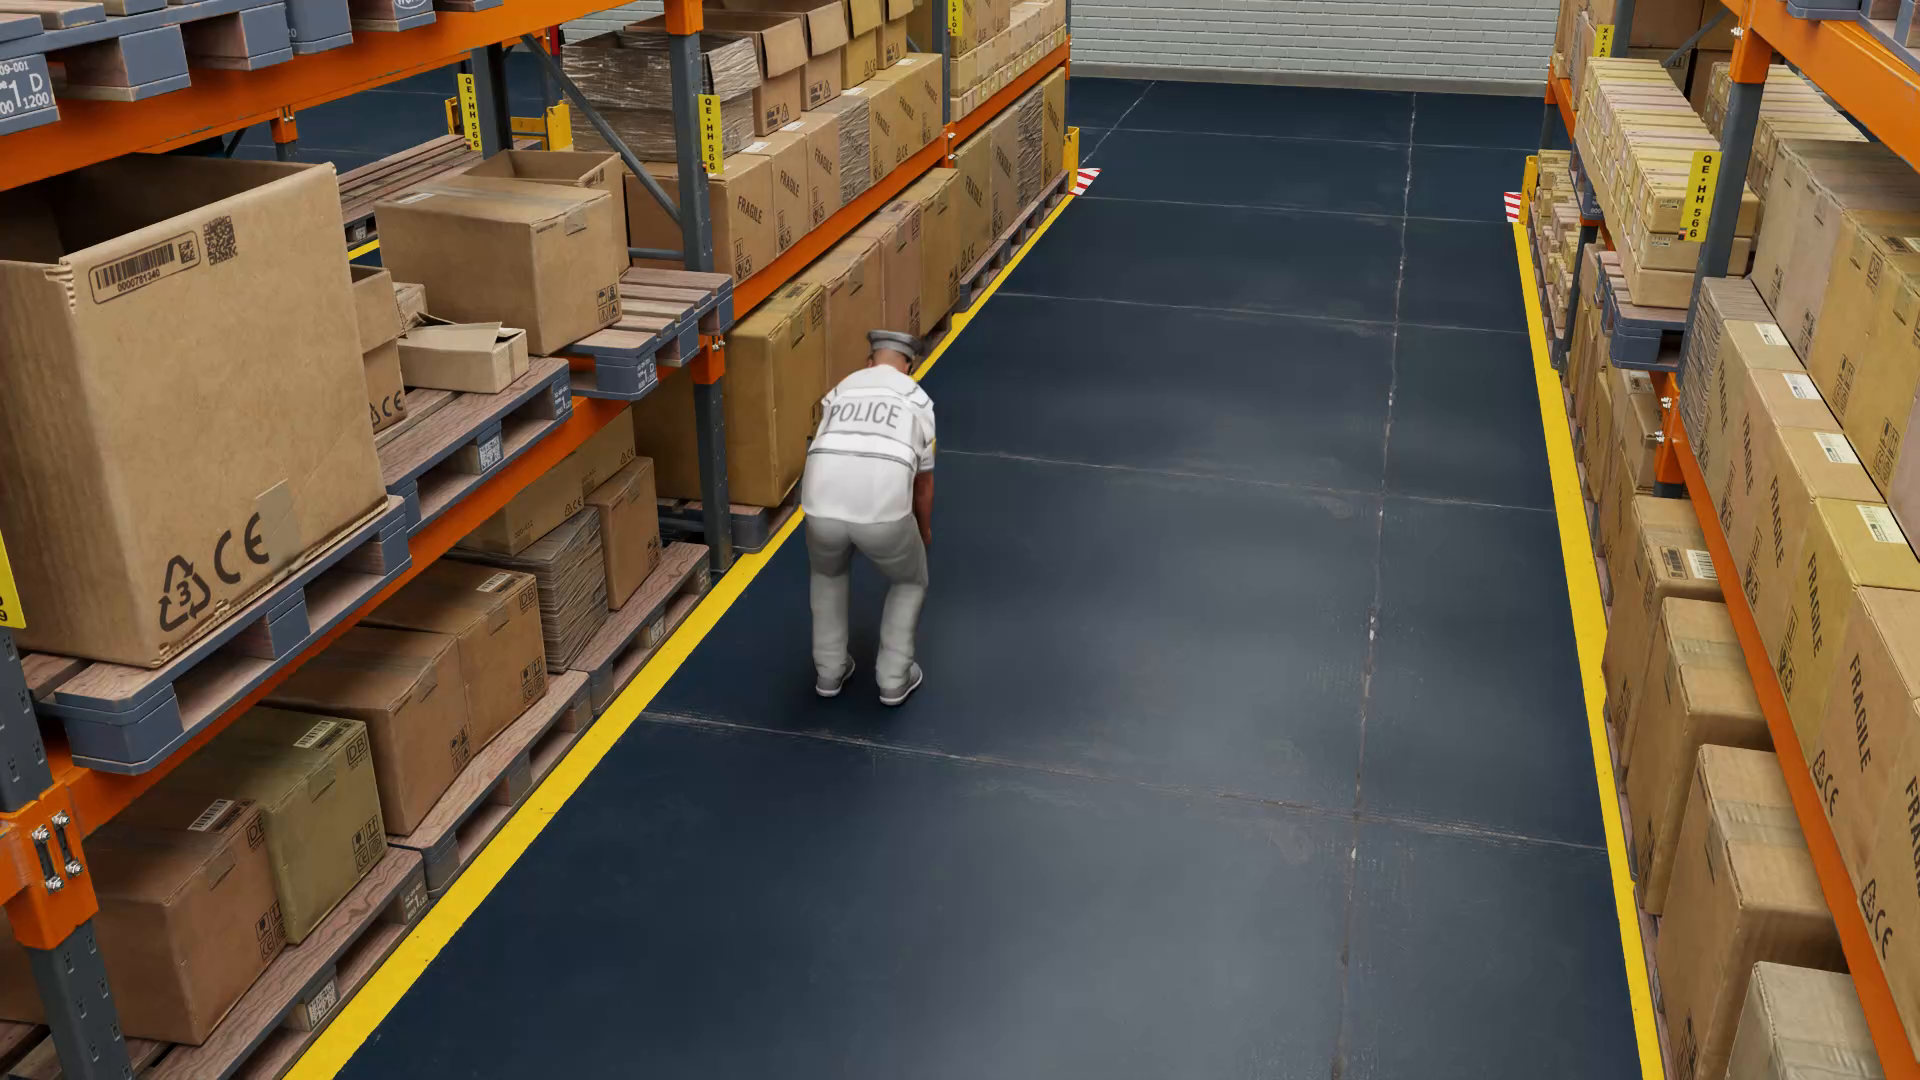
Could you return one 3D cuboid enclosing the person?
[{"bbox_3d":[-0.336,-0.104,6.775,0.492,1.372,0.973,5,26,11],"label":"person"}]
